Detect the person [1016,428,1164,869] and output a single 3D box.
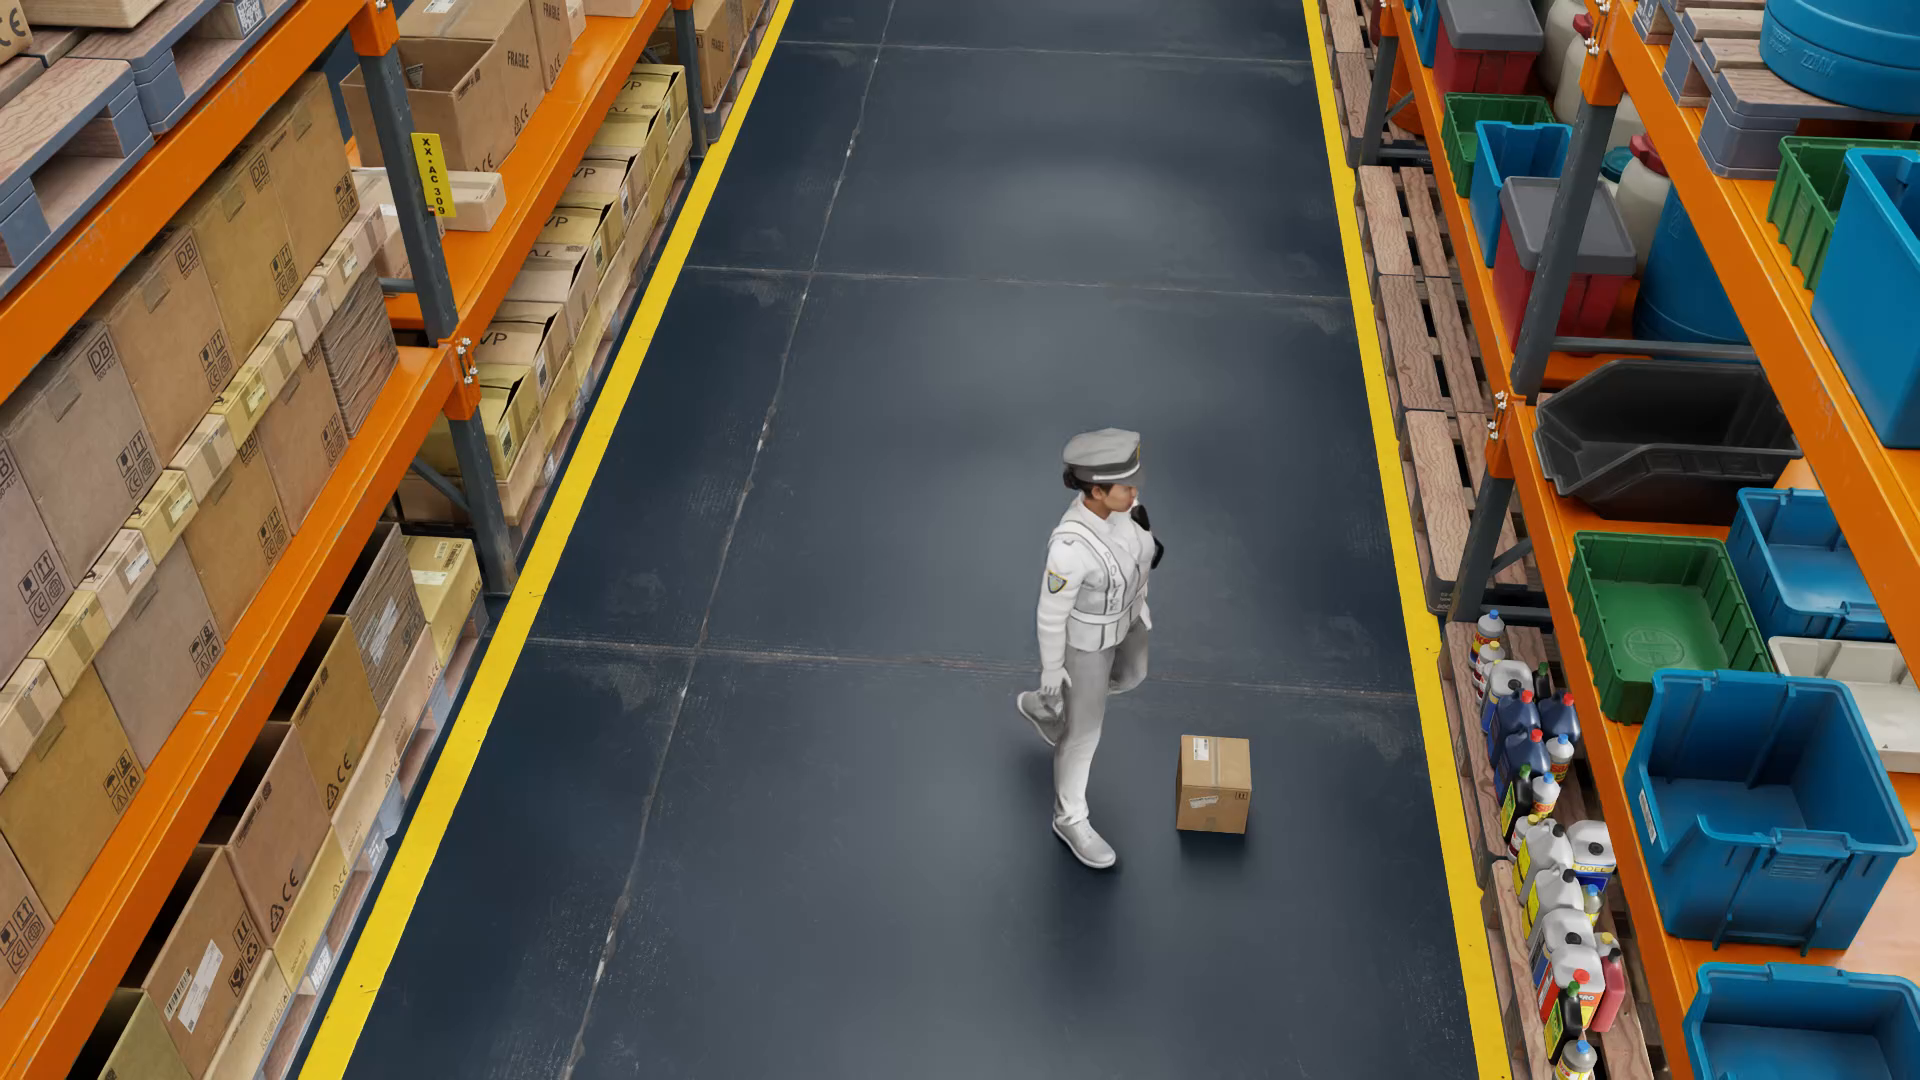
[{"bbox_3d":[0.414,0.317,5.747,0.580,1.670,0.581,19,44,21],"label":"person"}]
